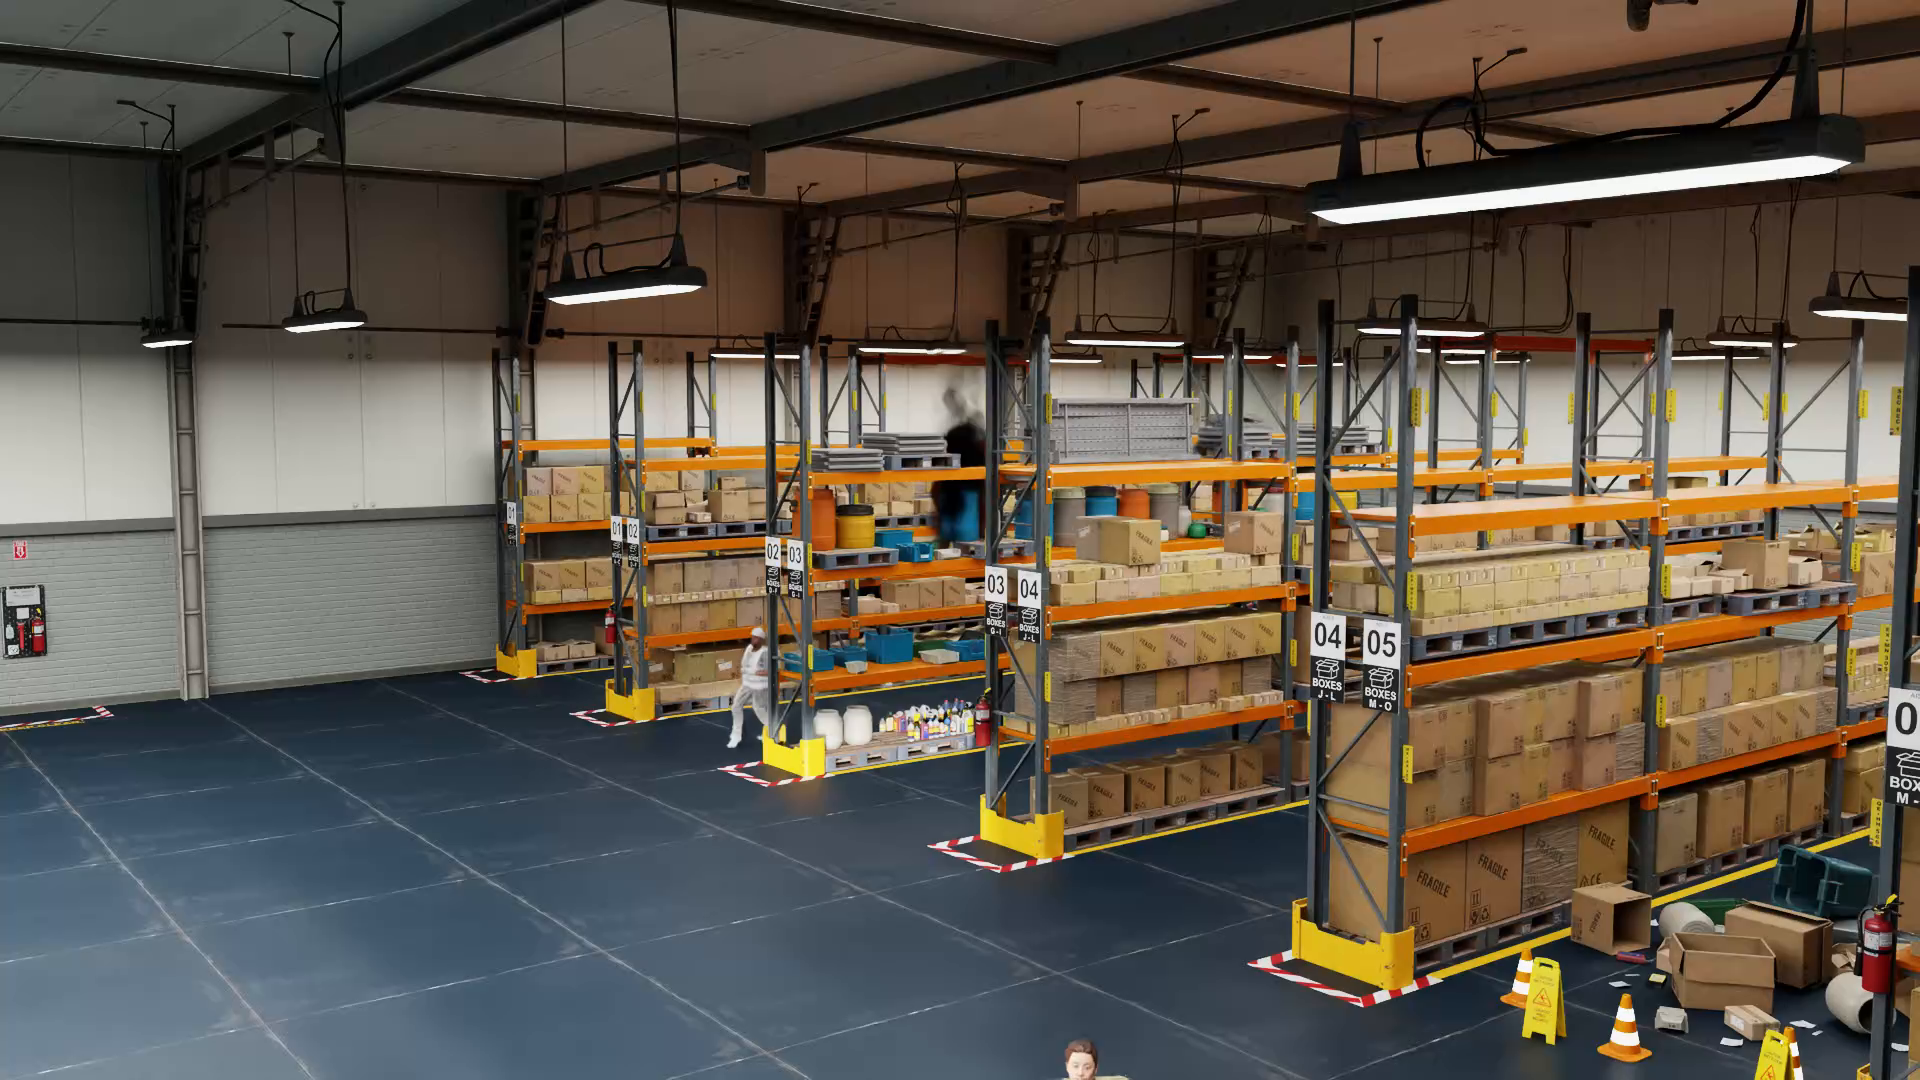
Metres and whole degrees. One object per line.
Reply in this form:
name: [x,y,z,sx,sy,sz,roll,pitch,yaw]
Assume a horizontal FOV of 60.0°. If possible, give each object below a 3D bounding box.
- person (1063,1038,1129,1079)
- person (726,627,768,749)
person: [0.706,3.530,9.179,0.602,1.673,0.797,1,5,11]
person: [-2.948,2.171,24.335,0.692,1.827,0.777,4,7,40]
